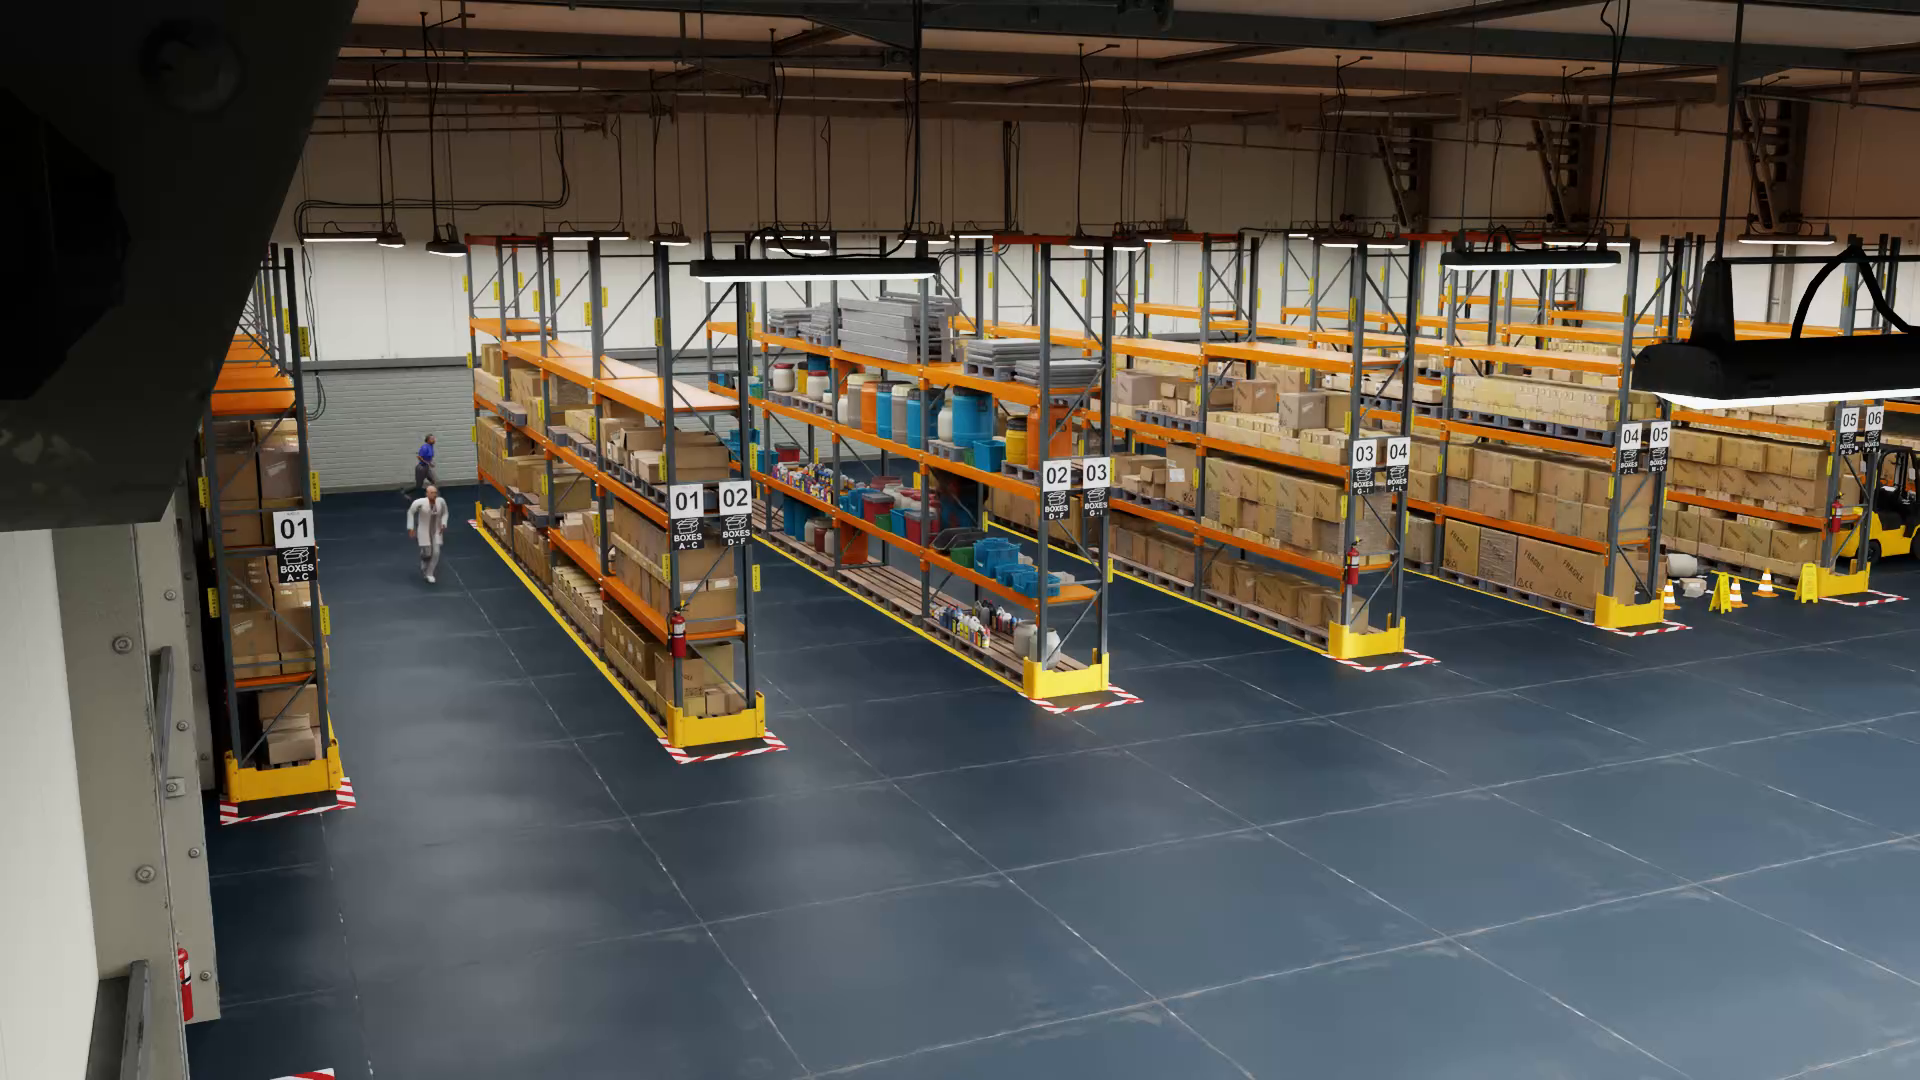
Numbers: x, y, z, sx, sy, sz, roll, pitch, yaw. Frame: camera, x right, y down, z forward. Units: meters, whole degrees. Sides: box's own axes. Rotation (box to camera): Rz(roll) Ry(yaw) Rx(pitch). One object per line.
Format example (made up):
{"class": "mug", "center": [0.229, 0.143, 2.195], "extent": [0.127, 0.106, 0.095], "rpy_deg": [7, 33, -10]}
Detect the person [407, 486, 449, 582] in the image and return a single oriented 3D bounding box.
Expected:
{"class": "person", "center": [-9.389, -0.135, 29.366], "extent": [0.718, 1.711, 0.706], "rpy_deg": [-9, 14, -39]}

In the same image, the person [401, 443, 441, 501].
{"class": "person", "center": [-11.898, -1.432, 36.832], "extent": [1.060, 1.447, 0.546], "rpy_deg": [2, 11, 9]}
